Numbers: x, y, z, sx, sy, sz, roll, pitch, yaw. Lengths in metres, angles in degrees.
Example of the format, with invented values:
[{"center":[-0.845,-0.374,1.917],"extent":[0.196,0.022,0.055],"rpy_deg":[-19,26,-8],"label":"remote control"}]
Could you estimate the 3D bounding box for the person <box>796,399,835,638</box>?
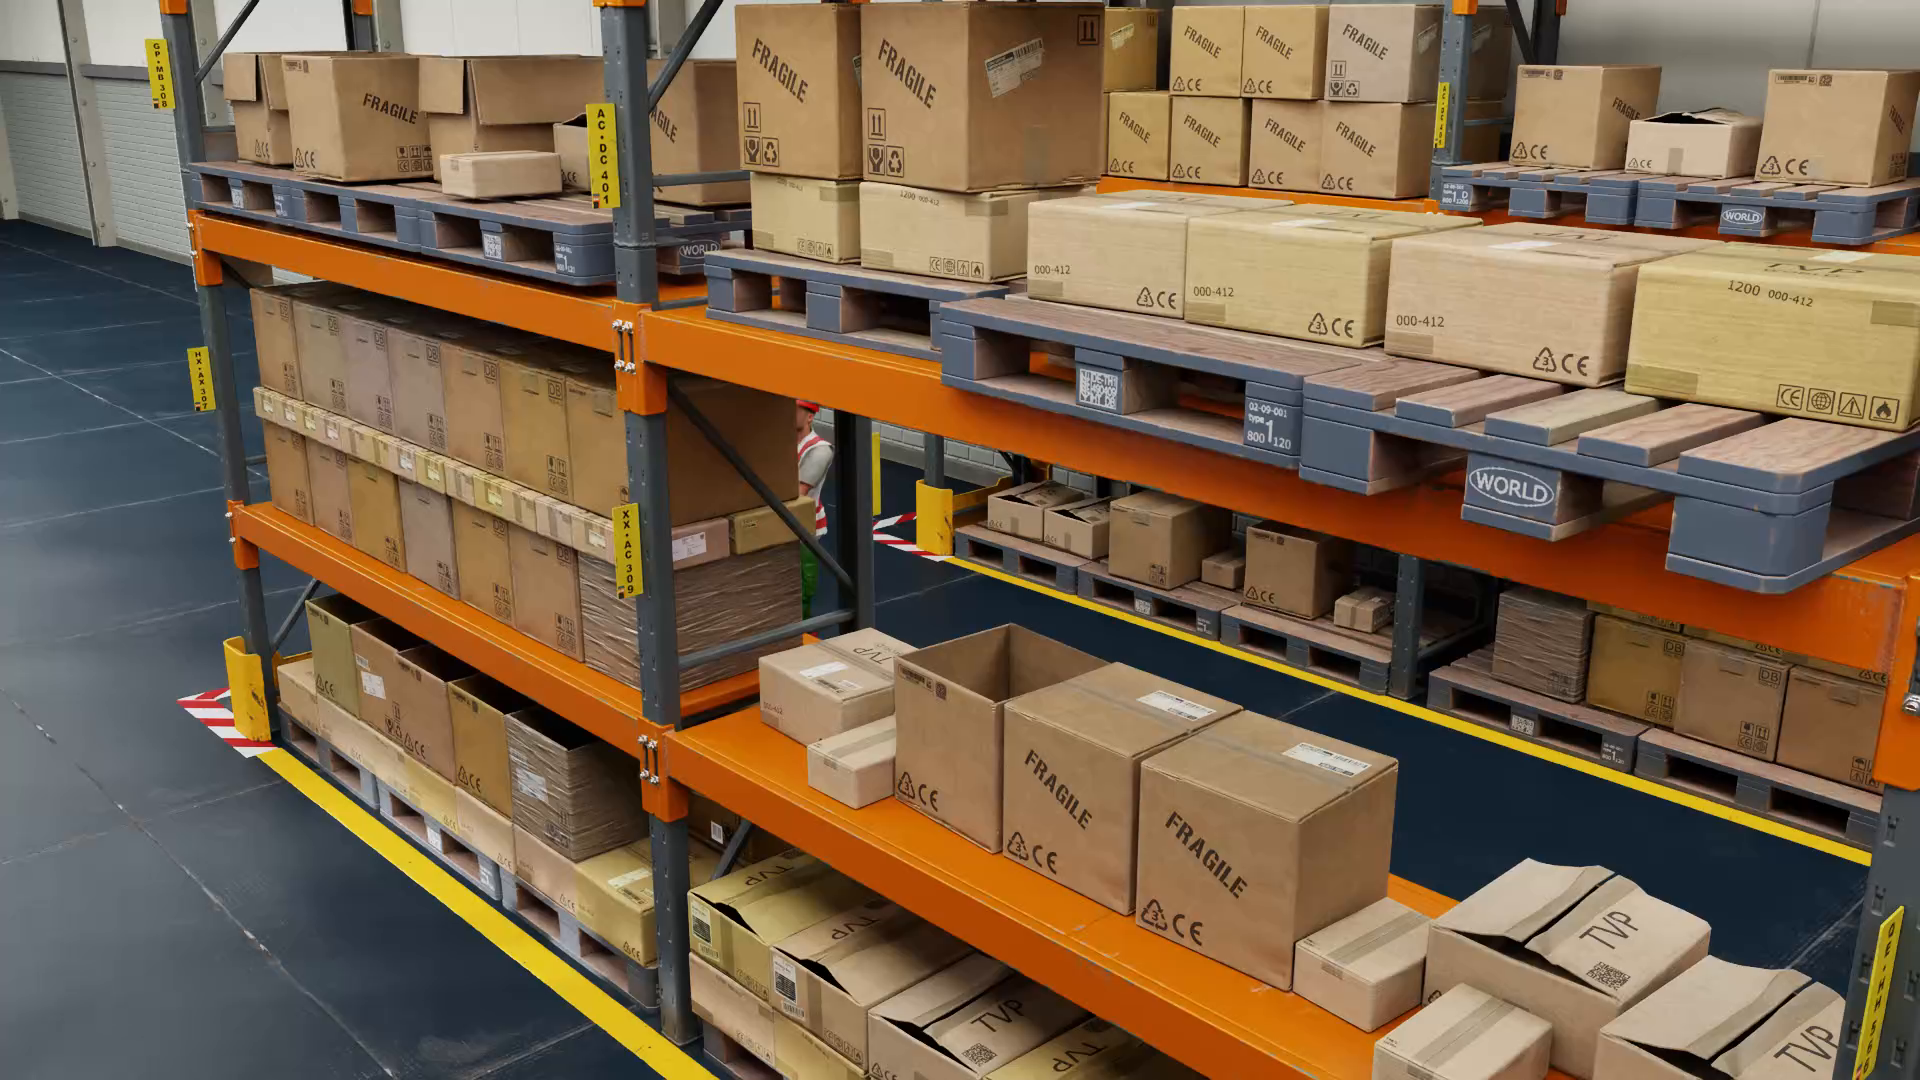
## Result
[{"center":[-1.025,0.005,9.498],"extent":[0.560,1.782,0.493],"rpy_deg":[-15,23,-40],"label":"person"}]
